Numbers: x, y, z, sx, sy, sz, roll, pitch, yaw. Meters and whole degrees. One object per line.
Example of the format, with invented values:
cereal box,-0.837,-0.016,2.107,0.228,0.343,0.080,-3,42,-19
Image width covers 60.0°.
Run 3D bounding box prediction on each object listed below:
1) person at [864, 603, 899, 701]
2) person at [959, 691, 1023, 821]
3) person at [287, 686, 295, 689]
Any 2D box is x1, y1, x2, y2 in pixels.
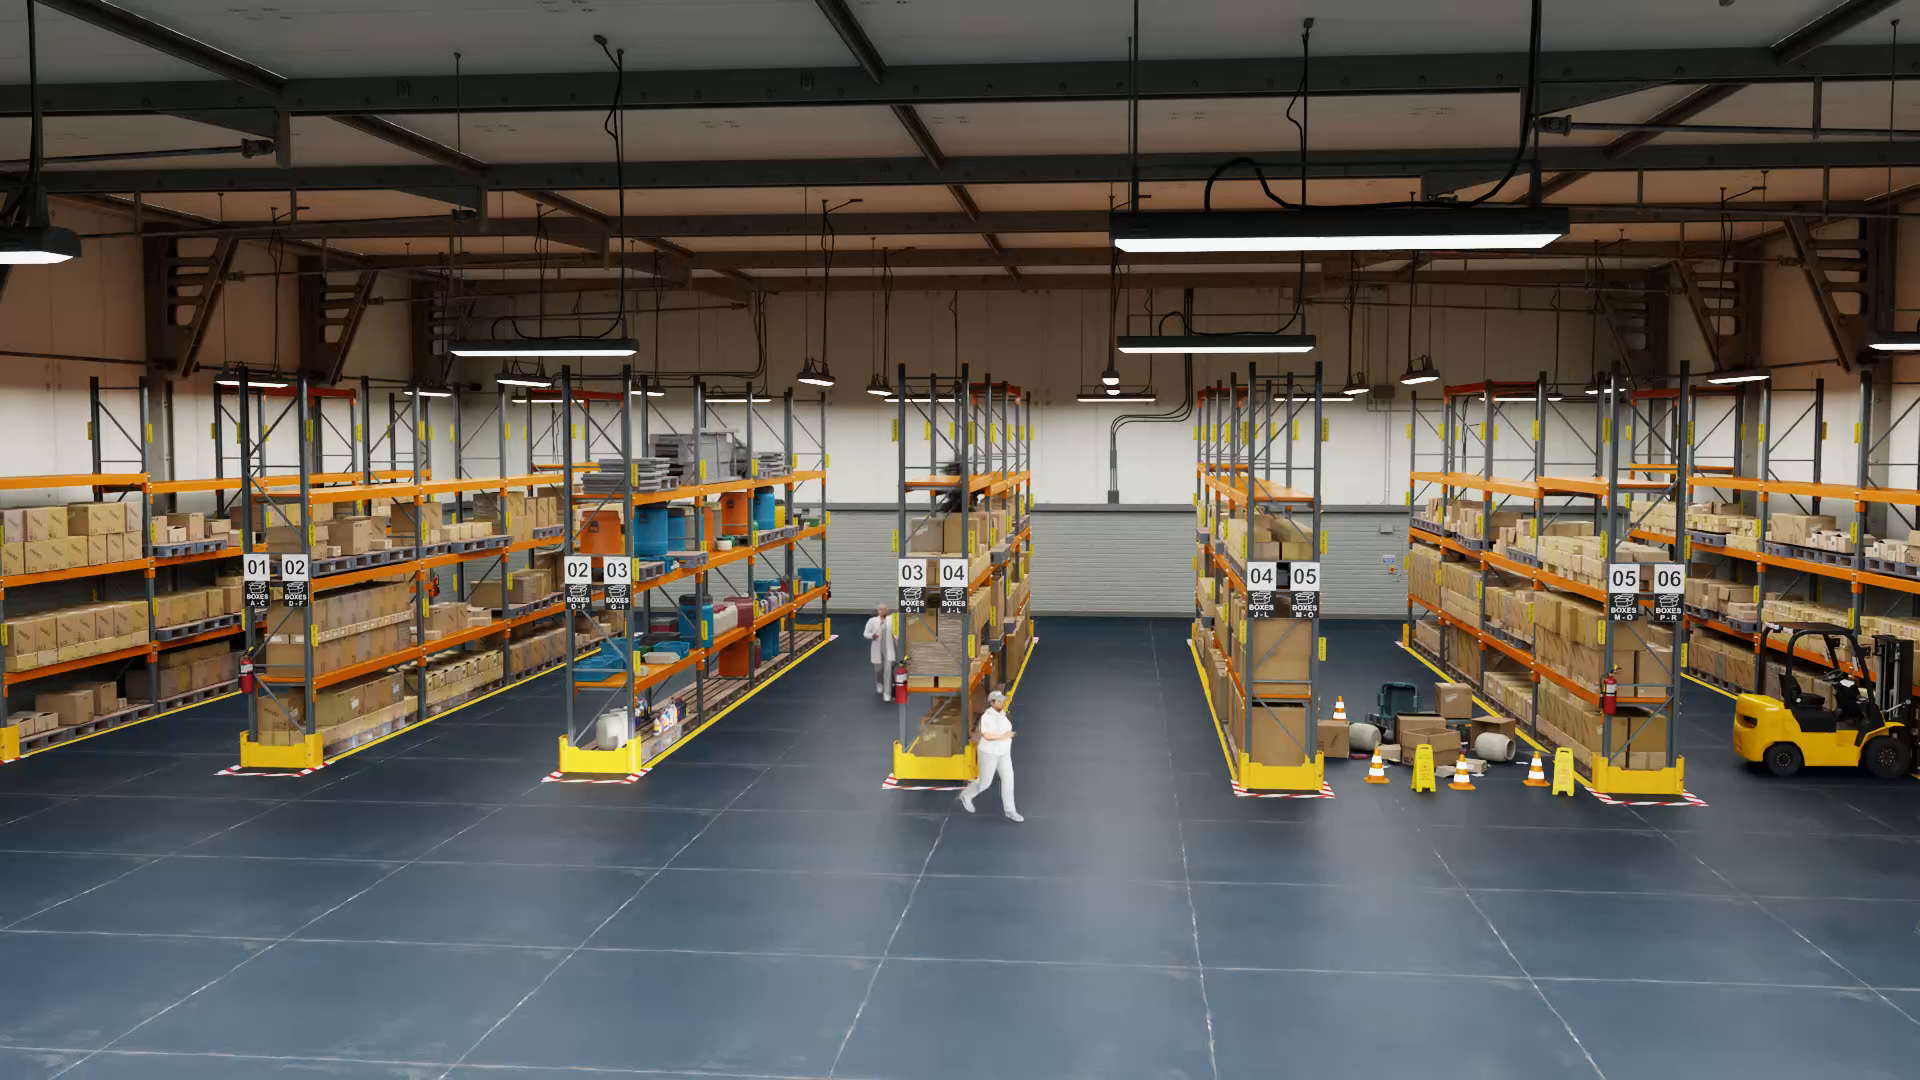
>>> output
person,-1.455,2.081,31.265,0.705,1.777,0.995,0,4,-6
person,0.420,2.767,21.526,0.934,1.656,0.604,3,5,37
person,-11.692,2.284,29.162,0.635,1.770,0.756,0,4,-1
